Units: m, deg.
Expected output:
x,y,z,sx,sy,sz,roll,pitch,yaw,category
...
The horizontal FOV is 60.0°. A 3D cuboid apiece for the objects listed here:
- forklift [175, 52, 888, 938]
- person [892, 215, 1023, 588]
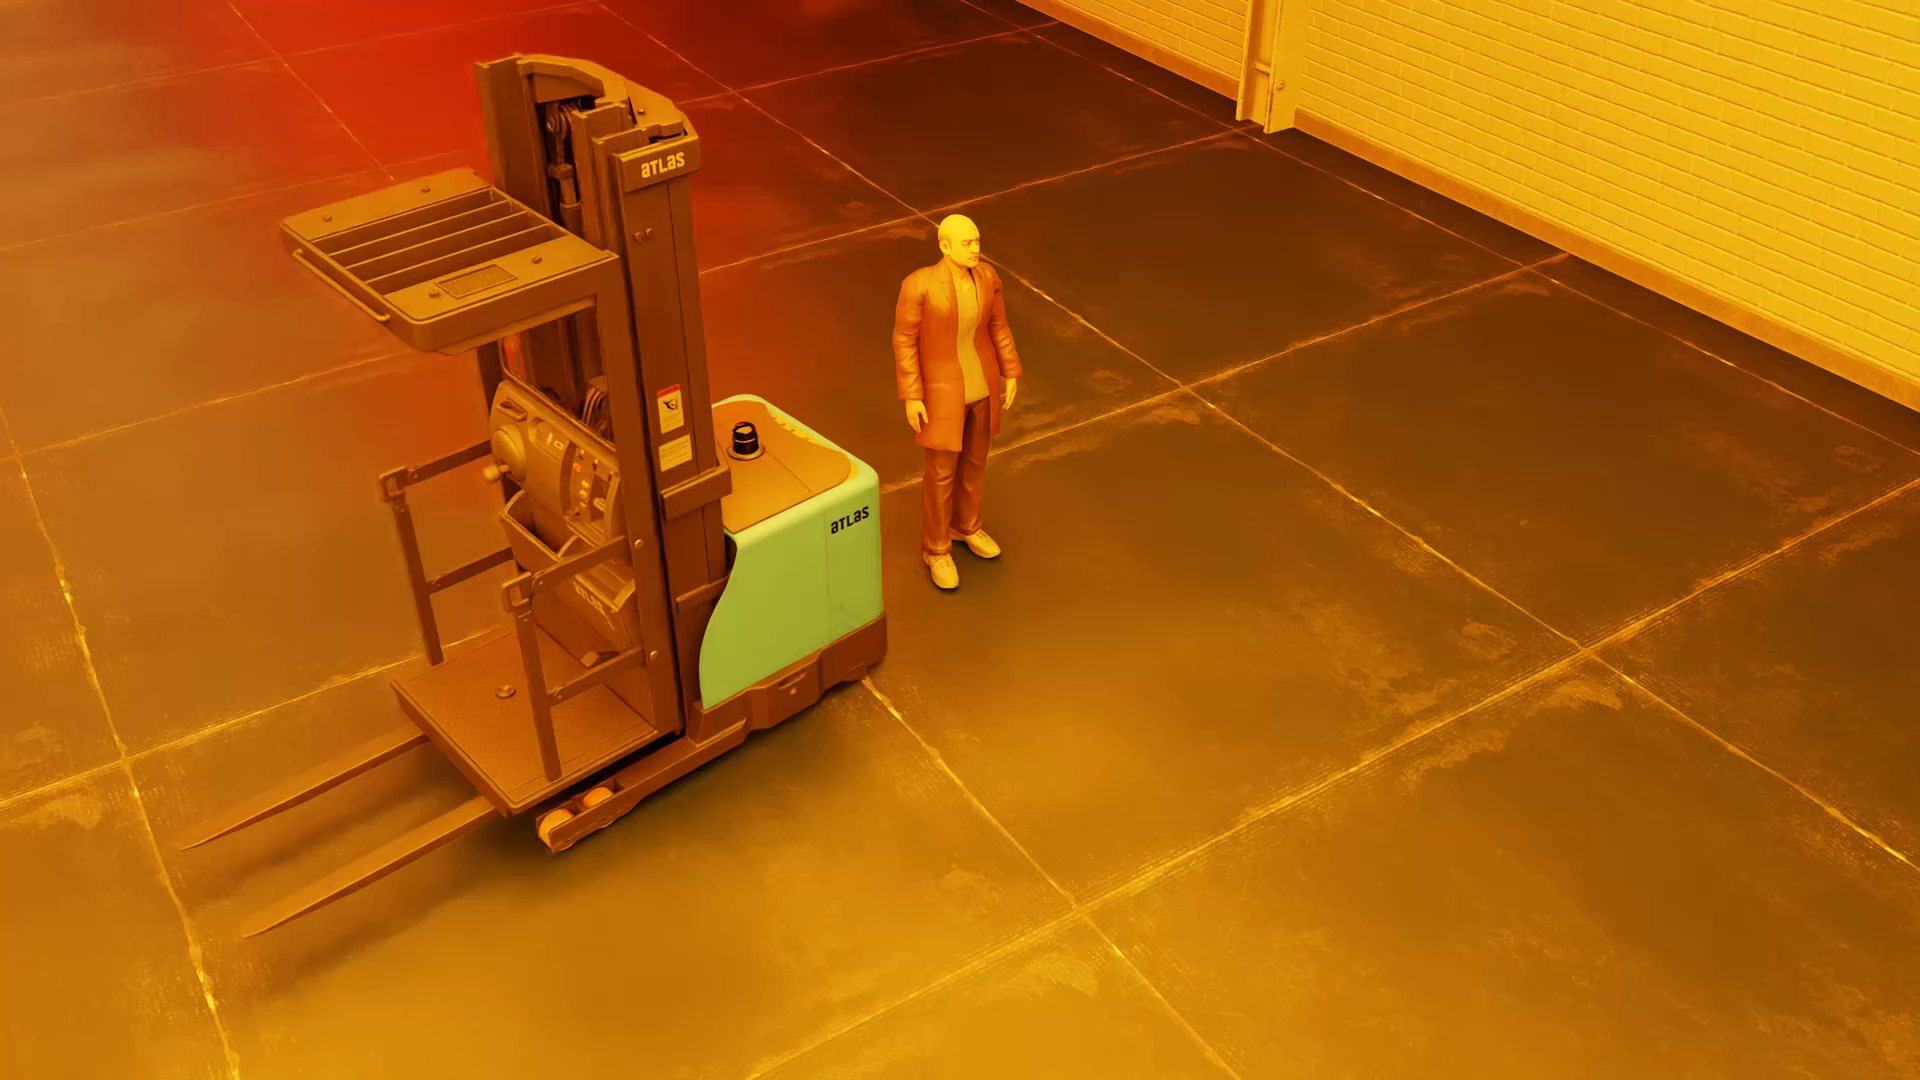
x,y,z,sx,sy,sz,roll,pitch,yaw,category
-1.772,-0.259,6.516,3.031,2.935,1.130,-27,43,-33,forklift
0.047,-0.688,8.117,0.696,1.778,0.579,-21,40,-27,person
